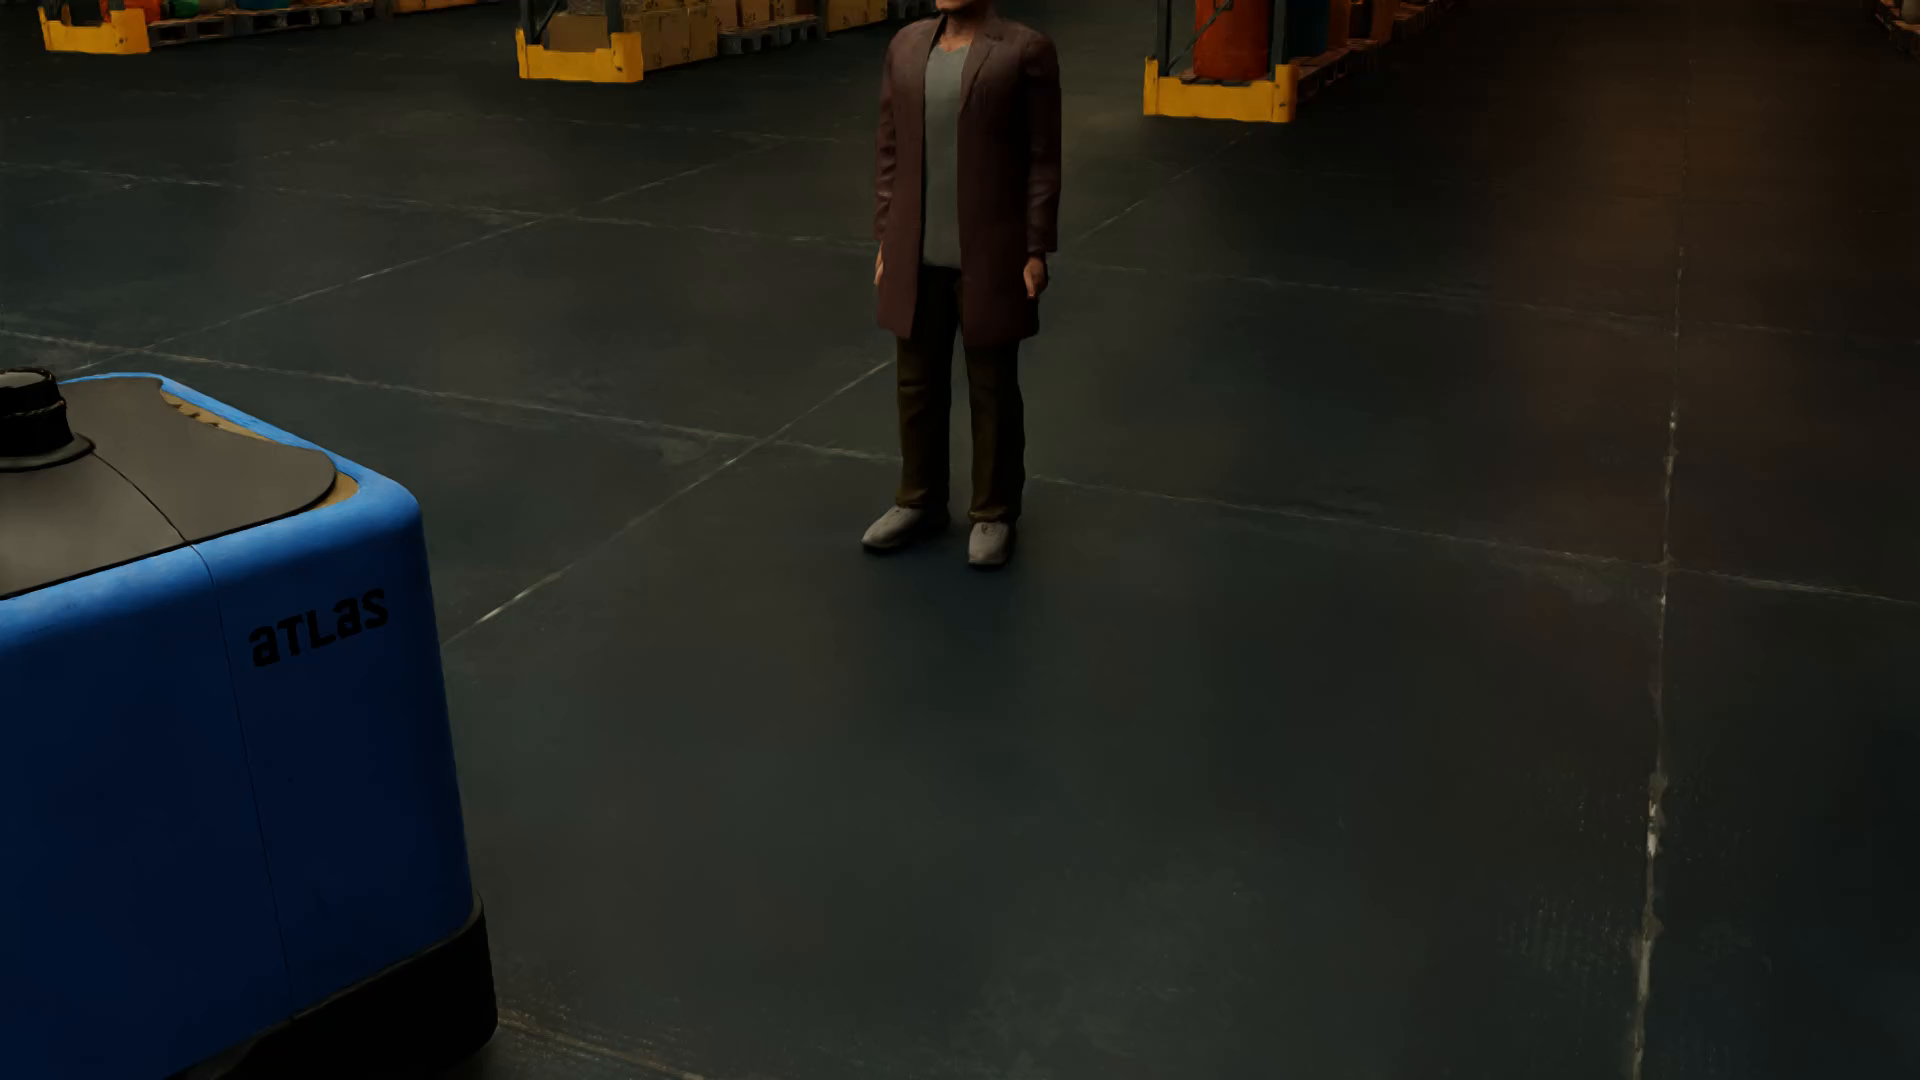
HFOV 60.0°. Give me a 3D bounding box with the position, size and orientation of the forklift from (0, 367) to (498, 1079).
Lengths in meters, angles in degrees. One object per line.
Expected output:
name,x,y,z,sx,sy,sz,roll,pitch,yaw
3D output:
forklift,-2.168,-0.146,1.642,1.130,2.935,3.031,19,29,38

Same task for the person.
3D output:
person,-0.008,-0.813,4.726,0.558,1.783,0.377,9,24,21
